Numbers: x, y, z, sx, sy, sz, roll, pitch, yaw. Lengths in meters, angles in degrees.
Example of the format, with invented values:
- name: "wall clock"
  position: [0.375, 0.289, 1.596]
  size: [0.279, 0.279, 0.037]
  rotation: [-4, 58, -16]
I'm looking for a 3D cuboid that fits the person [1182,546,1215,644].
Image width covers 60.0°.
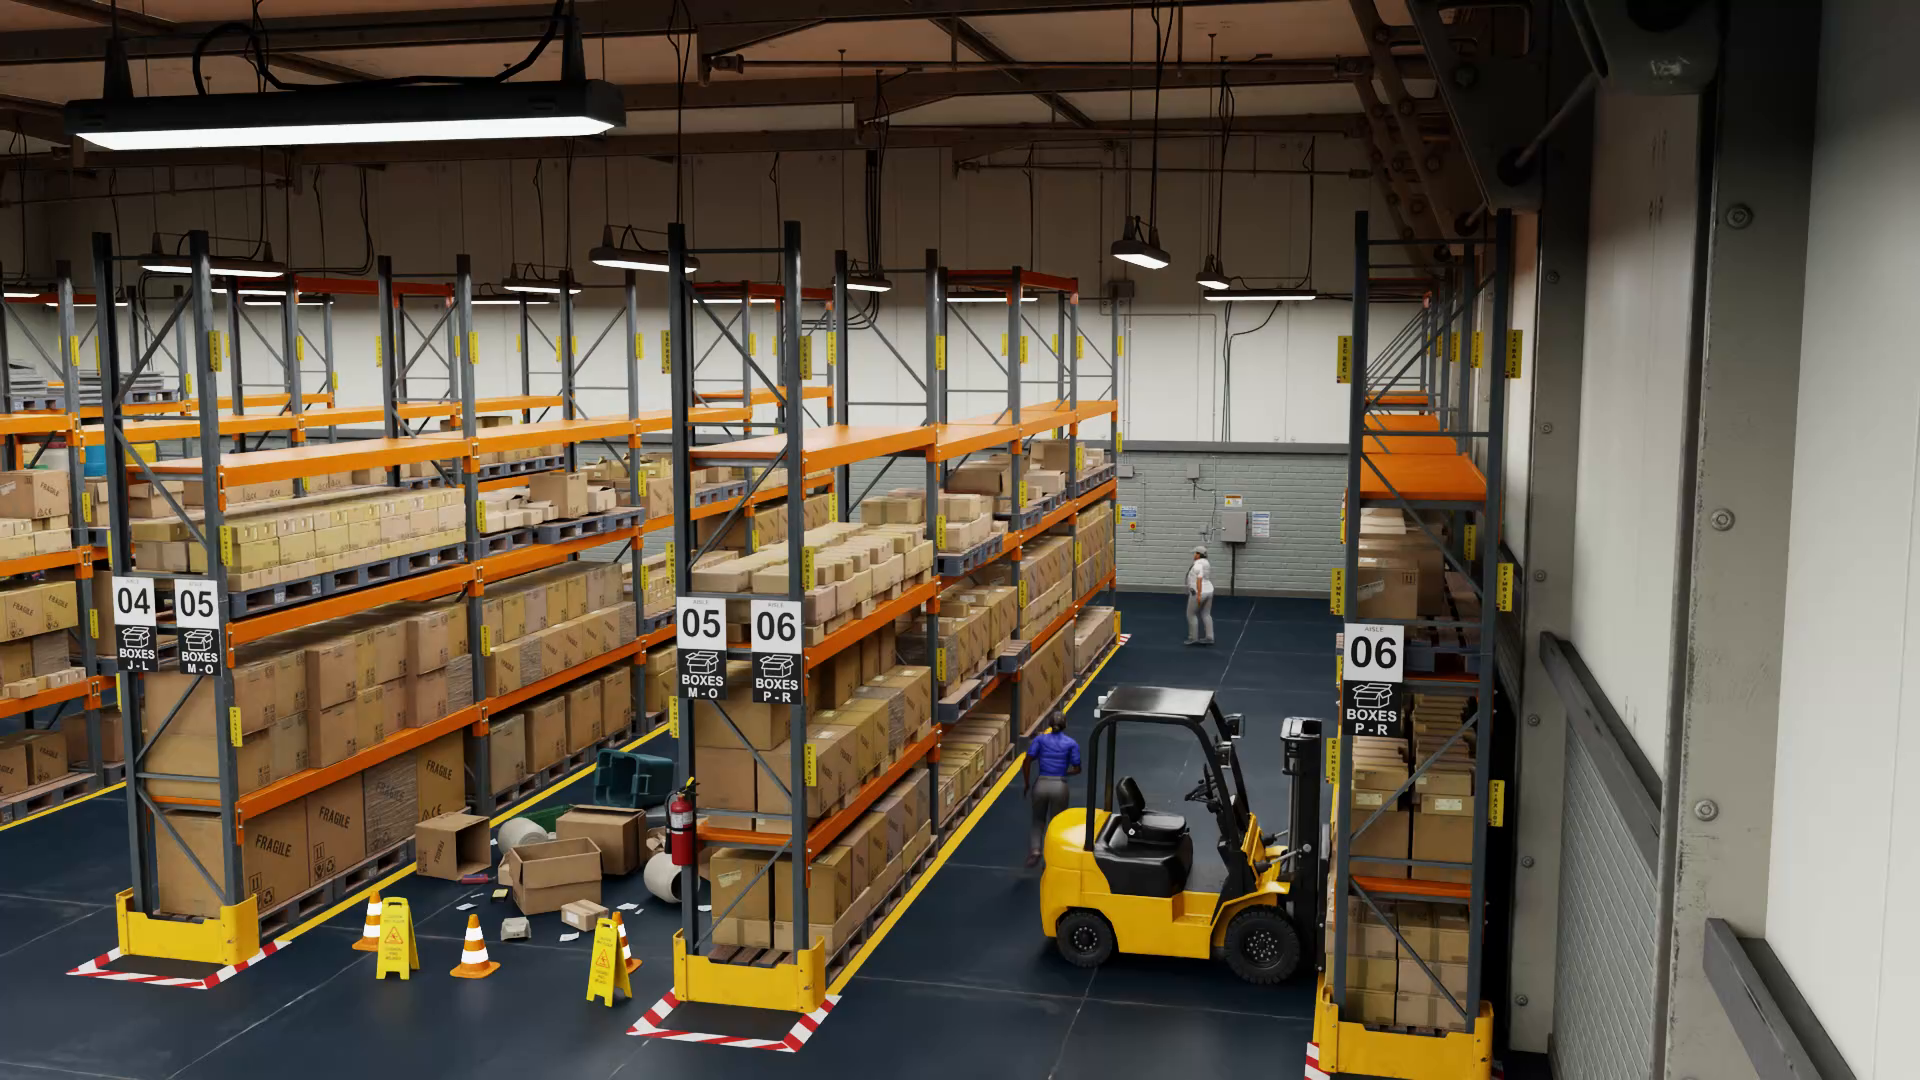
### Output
- name: "person"
  position: [4.054, 0.948, 28.060]
  size: [0.571, 1.706, 0.526]
  rotation: [5, 9, 37]

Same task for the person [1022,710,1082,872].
- name: "person"
  position: [0.901, 2.490, 16.196]
  size: [0.539, 1.447, 0.721]
  rotation: [2, 7, 17]
